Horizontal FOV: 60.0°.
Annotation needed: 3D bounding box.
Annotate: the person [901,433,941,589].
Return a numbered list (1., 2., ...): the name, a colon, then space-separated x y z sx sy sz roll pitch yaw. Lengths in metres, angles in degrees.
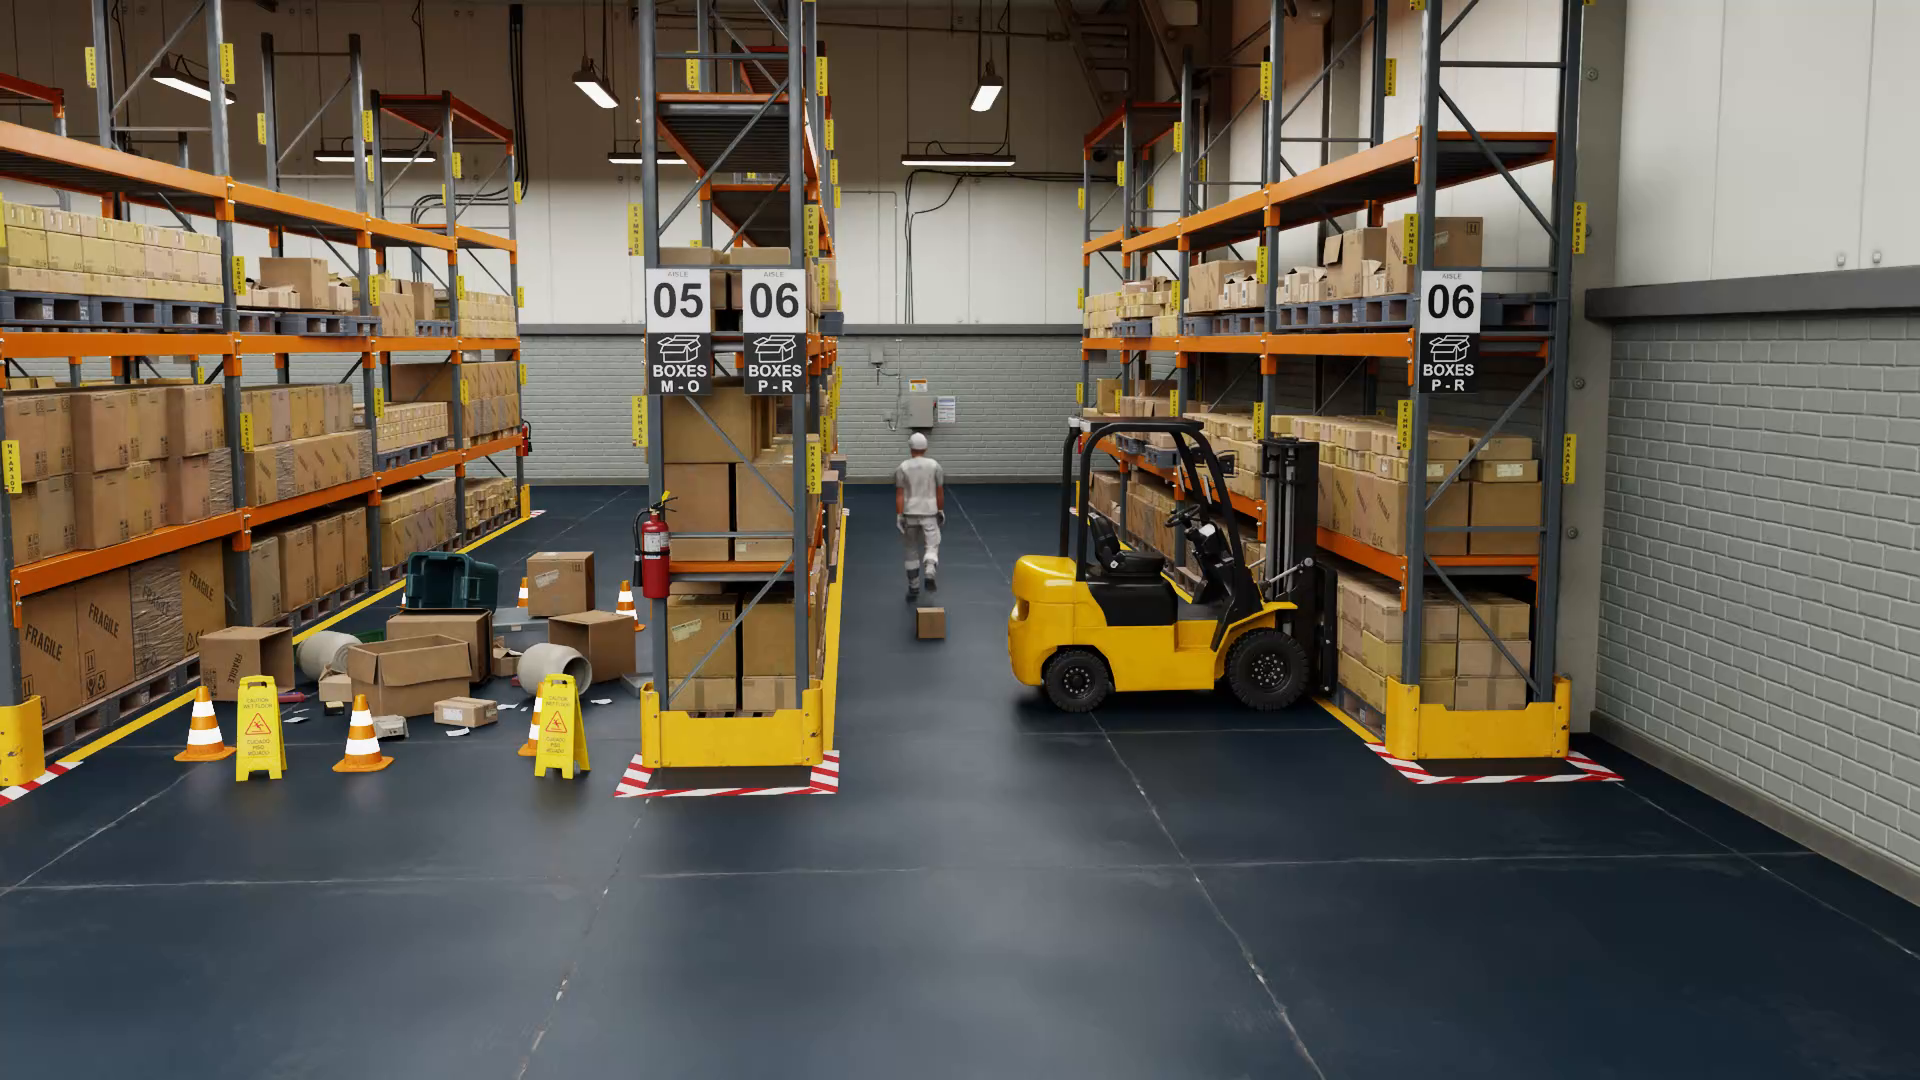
1. person: -10.848 1.764 0.778 22.166 1.780 34.439 0 7 -1
